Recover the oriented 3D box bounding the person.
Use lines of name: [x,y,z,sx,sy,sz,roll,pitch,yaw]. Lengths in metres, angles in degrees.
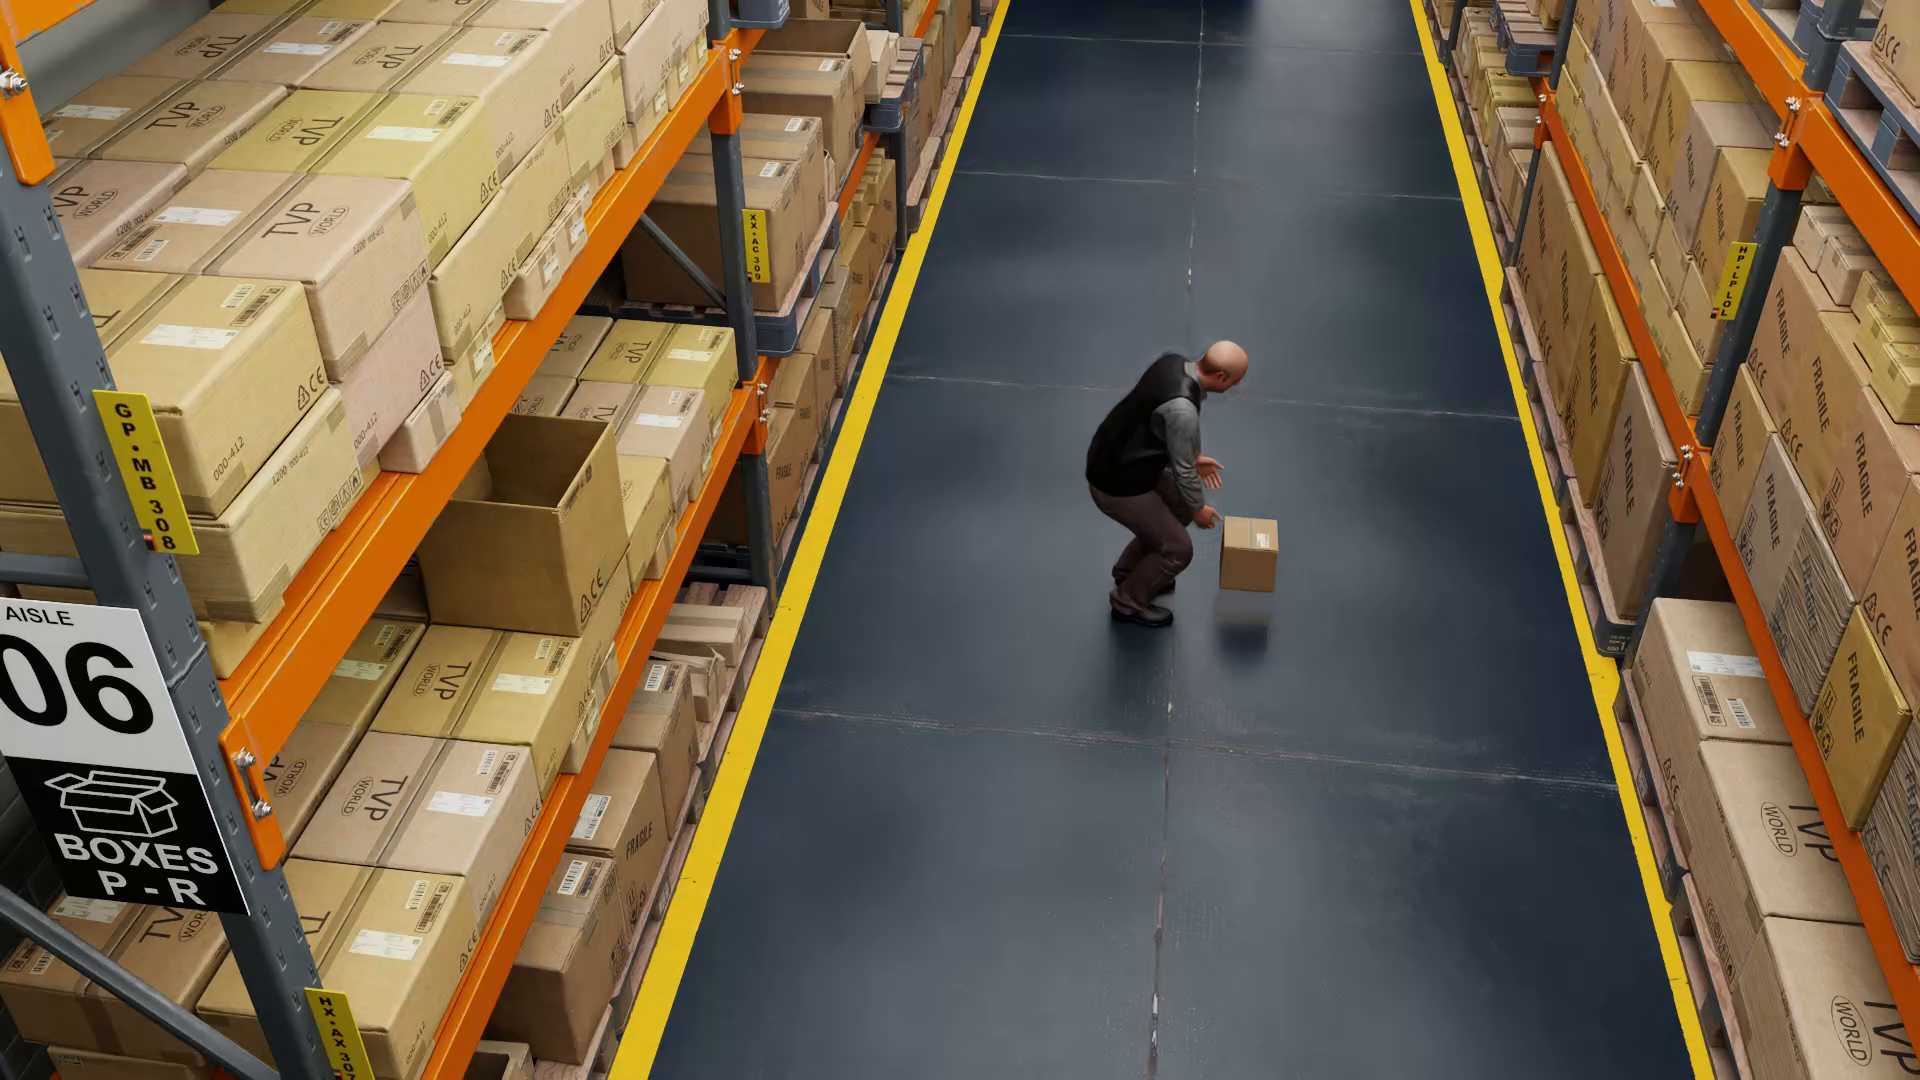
person: [0.928,-0.298,7.725,0.689,1.434,0.591,4,36,6]
